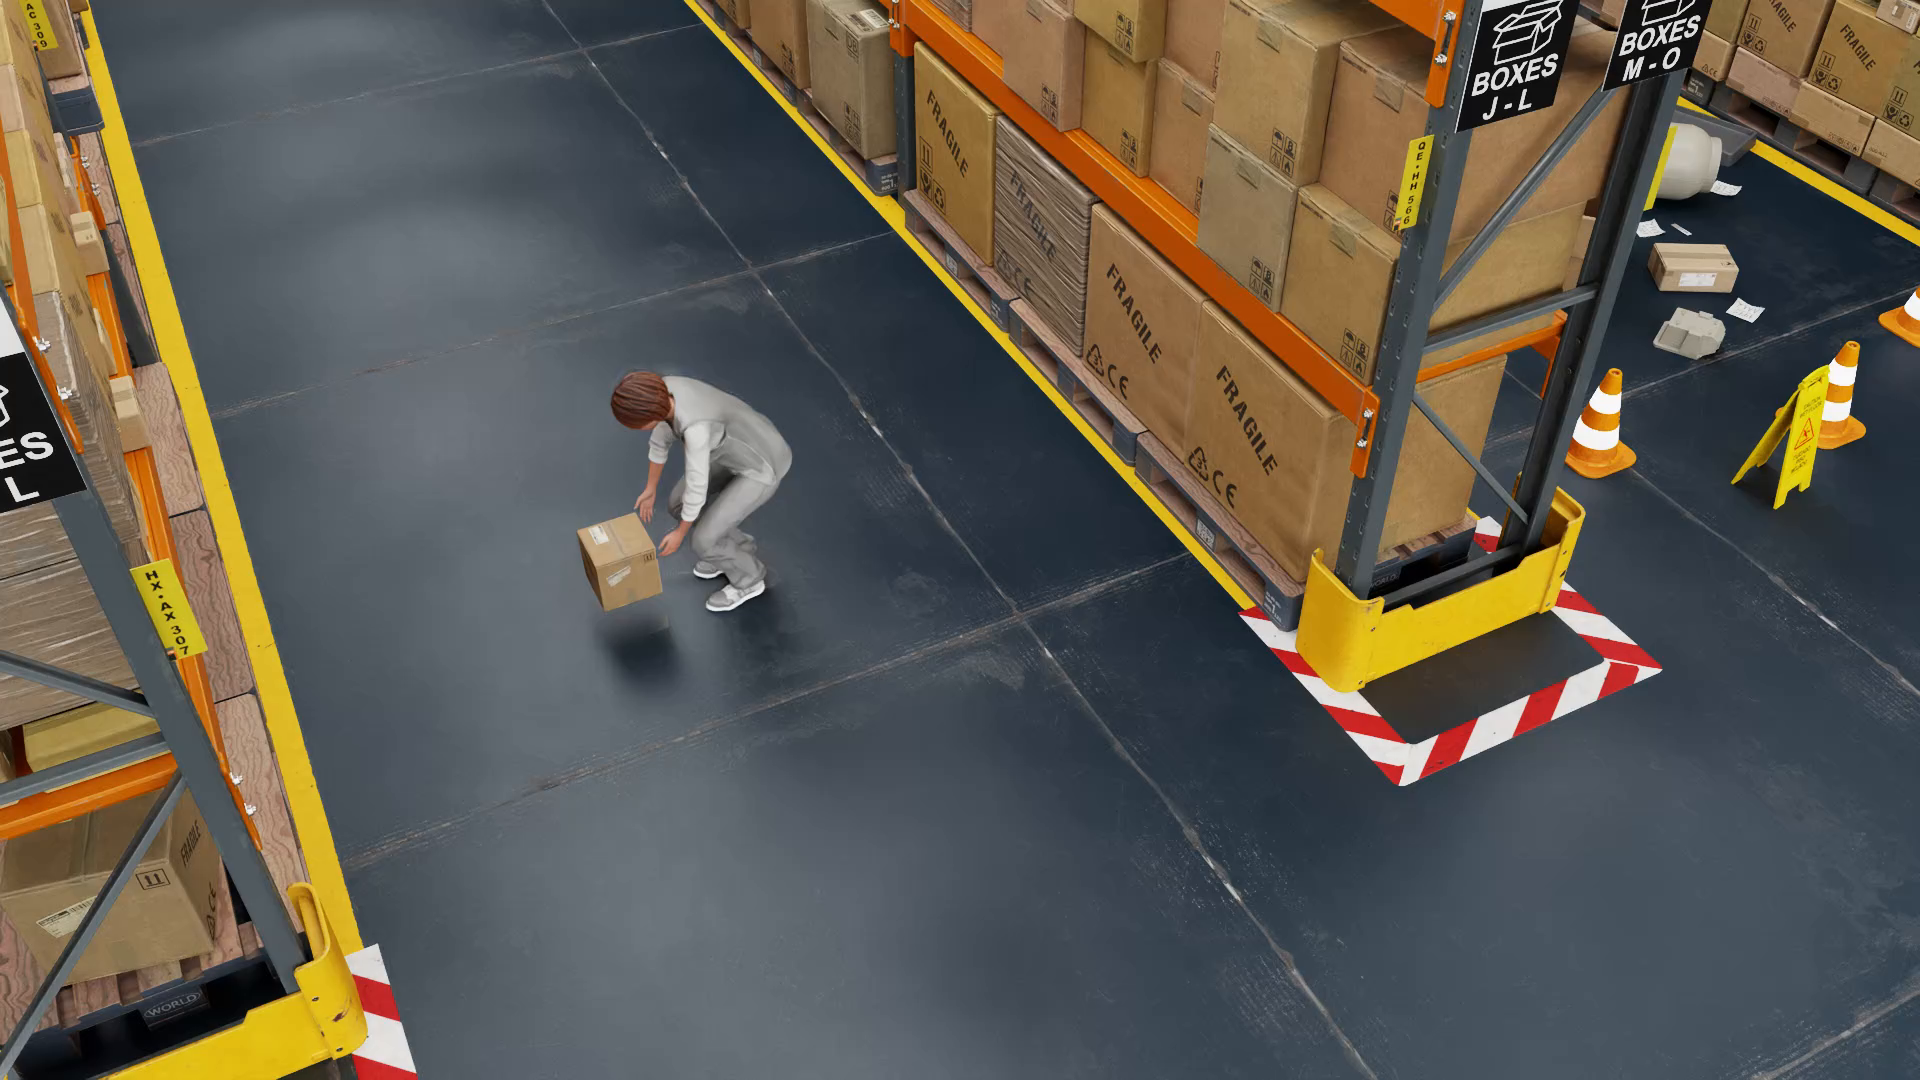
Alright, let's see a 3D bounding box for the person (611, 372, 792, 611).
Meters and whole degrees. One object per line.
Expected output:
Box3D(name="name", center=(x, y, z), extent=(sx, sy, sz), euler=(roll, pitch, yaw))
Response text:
Box3D(name="person", center=(-1.003, -0.232, 6.714), extent=(0.698, 1.217, 0.463), euler=(-19, 45, -20))
